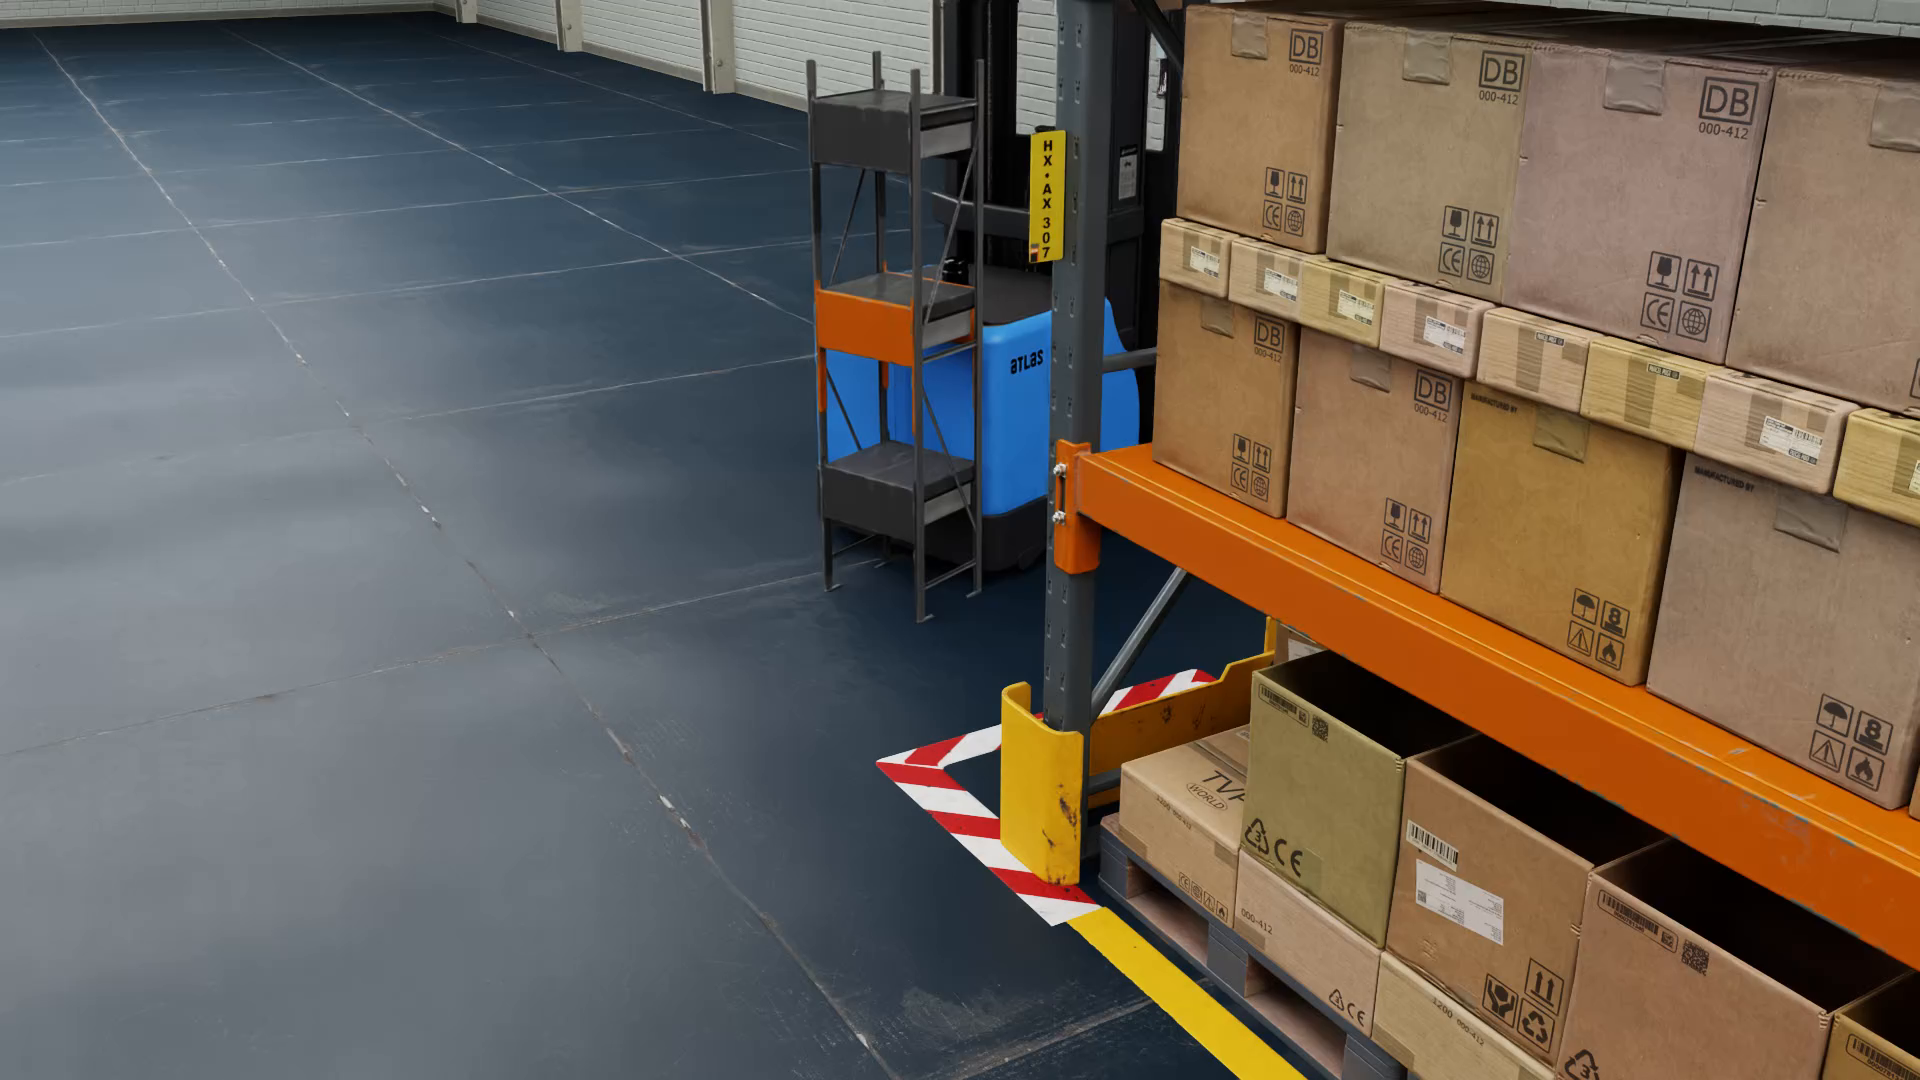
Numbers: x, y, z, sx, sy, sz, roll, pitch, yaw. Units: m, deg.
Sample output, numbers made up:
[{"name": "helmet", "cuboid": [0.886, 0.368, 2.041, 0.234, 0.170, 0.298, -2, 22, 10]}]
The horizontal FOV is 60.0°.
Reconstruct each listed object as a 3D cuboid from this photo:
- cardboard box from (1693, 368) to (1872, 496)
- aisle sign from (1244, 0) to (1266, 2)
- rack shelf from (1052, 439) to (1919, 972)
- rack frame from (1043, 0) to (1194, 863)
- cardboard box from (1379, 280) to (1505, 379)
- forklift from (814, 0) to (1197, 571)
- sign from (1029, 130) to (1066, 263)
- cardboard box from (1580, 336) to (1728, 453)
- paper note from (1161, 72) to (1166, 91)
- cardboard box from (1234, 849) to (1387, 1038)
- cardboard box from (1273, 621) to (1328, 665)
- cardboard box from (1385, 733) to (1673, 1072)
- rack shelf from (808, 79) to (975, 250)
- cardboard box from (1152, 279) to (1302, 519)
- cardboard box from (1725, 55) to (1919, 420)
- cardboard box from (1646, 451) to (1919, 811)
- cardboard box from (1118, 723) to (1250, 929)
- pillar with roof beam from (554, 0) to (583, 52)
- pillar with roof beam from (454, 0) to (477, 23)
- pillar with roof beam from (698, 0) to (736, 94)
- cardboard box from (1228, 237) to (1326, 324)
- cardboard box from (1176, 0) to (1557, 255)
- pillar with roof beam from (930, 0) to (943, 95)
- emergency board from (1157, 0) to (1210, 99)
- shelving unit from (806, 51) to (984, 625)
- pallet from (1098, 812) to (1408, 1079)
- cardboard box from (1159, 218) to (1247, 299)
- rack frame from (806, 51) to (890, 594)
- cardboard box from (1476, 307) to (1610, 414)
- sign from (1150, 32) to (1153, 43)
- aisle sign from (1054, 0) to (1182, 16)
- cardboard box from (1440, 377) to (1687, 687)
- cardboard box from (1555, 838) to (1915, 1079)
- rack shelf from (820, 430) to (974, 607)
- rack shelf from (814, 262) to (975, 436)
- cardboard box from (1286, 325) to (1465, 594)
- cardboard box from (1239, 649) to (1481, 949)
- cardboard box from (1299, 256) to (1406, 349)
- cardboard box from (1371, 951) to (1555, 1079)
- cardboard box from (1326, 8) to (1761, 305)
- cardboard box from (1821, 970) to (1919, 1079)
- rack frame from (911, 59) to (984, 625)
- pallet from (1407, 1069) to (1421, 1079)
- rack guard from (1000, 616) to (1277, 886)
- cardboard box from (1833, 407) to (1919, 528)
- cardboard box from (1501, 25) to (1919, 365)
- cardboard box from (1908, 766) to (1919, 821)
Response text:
[{"name": "cardboard box", "cuboid": [1.501, -0.214, 2.861, 0.380, 0.149, 0.250, -12, 25, -28]}, {"name": "aisle sign", "cuboid": [0.920, -1.816, 4.343, 0.394, 0.787, 0.004, -13, 25, -28]}, {"name": "rack shelf", "cuboid": [1.722, 0.447, 3.183, 1.077, 0.370, 4.000, -13, 25, -28]}, {"name": "rack frame", "cuboid": [0.701, -0.534, 4.641, 1.000, 3.000, 0.127, -13, 25, -28]}, {"name": "cardboard box", "cuboid": [1.107, -0.464, 3.475, 0.380, 0.149, 0.250, -13, 26, -29]}, {"name": "forklift", "cuboid": [0.692, -1.711, 7.627, 1.130, 2.935, 3.031, 17, 28, 36]}, {"name": "sign", "cuboid": [0.221, -0.867, 4.205, 0.100, 0.325, 0.005, -13, 25, -28]}, {"name": "cardboard box", "cuboid": [1.376, -0.296, 3.061, 0.380, 0.149, 0.250, -13, 25, -29]}, {"name": "paper note", "cuboid": [1.733, -3.840, 13.944, 0.016, 0.148, 0.142, -13, 25, -28]}, {"name": "cardboard box", "cuboid": [1.042, 0.923, 4.151, 0.500, 0.250, 0.500, -13, 25, -28]}, {"name": "cardboard box", "cuboid": [1.231, 0.315, 4.652, 0.500, 0.500, 0.500, -13, 25, -28]}, {"name": "cardboard box", "cuboid": [1.307, 0.735, 3.616, 0.500, 0.500, 0.500, -13, 25, -28]}, {"name": "rack shelf", "cuboid": [-0.234, -1.394, 6.129, 0.480, 0.518, 0.431, 16, 27, 35]}, {"name": "cardboard box", "cuboid": [0.928, -0.426, 4.244, 0.700, 0.500, 0.500, -13, 25, -28]}, {"name": "cardboard box", "cuboid": [1.743, -0.516, 2.741, 0.700, 0.500, 0.500, -13, 25, -28]}, {"name": "cardboard box", "cuboid": [1.721, 0.074, 3.012, 0.700, 0.500, 0.500, -12, 25, -27]}, {"name": "cardboard box", "cuboid": [0.783, 0.762, 4.547, 0.500, 0.250, 0.500, -13, 25, -28]}, {"name": "pillar with roof beam", "cuboid": [-9.902, -11.148, 22.787, 9.100, 9.000, 0.400, -13, 25, -28]}, {"name": "pillar with roof beam", "cuboid": [-12.967, -13.090, 27.565, 9.100, 9.000, 0.400, -13, 25, -28]}, {"name": "pillar with roof beam", "cuboid": [-6.837, -9.205, 18.008, 9.100, 9.000, 0.400, -13, 25, -28]}, {"name": "cardboard box", "cuboid": [0.853, -0.627, 3.876, 0.380, 0.149, 0.250, -13, 26, -30]}, {"name": "cardboard box", "cuboid": [0.955, -1.010, 3.958, 0.700, 0.500, 0.500, -13, 25, -28]}, {"name": "pillar with roof beam", "cuboid": [-3.772, -7.263, 13.230, 9.100, 9.000, 0.400, -13, 25, -28]}, {"name": "emergency board", "cuboid": [1.764, -4.177, 13.604, 0.194, 1.169, 0.643, -13, 25, -28]}, {"name": "shelving unit", "cuboid": [-0.234, -0.758, 6.388, 0.503, 2.100, 0.431, 16, 27, 35]}, {"name": "pallet", "cuboid": [1.127, 0.998, 4.577, 1.003, 0.211, 1.213, -13, 25, -28]}, {"name": "cardboard box", "cuboid": [0.716, -0.712, 4.085, 0.380, 0.149, 0.250, -13, 25, -29]}, {"name": "rack frame", "cuboid": [-0.426, -0.815, 6.527, 0.015, 2.100, 0.400, 16, 27, 35]}, {"name": "cardboard box", "cuboid": [1.245, -0.378, 3.264, 0.380, 0.149, 0.250, -14, 26, -30]}, {"name": "sign", "cuboid": [1.571, -4.392, 14.087, 0.001, 0.329, 0.234, -13, 25, -28]}, {"name": "aisle sign", "cuboid": [0.404, -1.700, 4.059, 0.394, 0.787, 0.004, -13, 25, -28]}, {"name": "cardboard box", "cuboid": [1.449, -0.095, 3.430, 0.700, 0.500, 0.500, -12, 25, -28]}, {"name": "cardboard box", "cuboid": [1.547, 0.901, 3.210, 0.500, 0.500, 0.500, -13, 25, -28]}, {"name": "rack shelf", "cuboid": [-0.234, -0.097, 6.656, 0.480, 0.518, 0.431, 16, 27, 35]}, {"name": "rack shelf", "cuboid": [-0.234, -0.745, 6.393, 0.480, 0.518, 0.431, 16, 27, 35]}, {"name": "cardboard box", "cuboid": [1.201, -0.257, 3.828, 0.700, 0.500, 0.500, -12, 25, -27]}, {"name": "cardboard box", "cuboid": [1.041, 0.576, 4.009, 0.500, 0.500, 0.500, -13, 25, -28]}, {"name": "cardboard box", "cuboid": [0.980, -0.546, 3.677, 0.380, 0.149, 0.250, -12, 25, -28]}, {"name": "cardboard box", "cuboid": [1.297, 1.085, 3.752, 0.500, 0.250, 0.500, -13, 25, -28]}, {"name": "cardboard box", "cuboid": [1.229, -0.841, 3.541, 0.700, 0.500, 0.500, -13, 26, -30]}, {"name": "cardboard box", "cuboid": [1.815, 1.060, 2.819, 0.500, 0.500, 0.500, -13, 25, -28]}, {"name": "rack frame", "cuboid": [-0.041, -0.701, 6.249, 0.015, 2.100, 0.400, 16, 27, 35]}, {"name": "pallet", "cuboid": [1.747, 1.392, 3.606, 1.003, 0.211, 1.213, -13, 25, -28]}, {"name": "rack guard", "cuboid": [0.689, 0.617, 5.131, 1.175, 0.500, 0.348, -13, 25, -28]}, {"name": "cardboard box", "cuboid": [1.635, -0.129, 2.651, 0.380, 0.149, 0.250, -12, 25, -27]}, {"name": "cardboard box", "cuboid": [1.487, -0.678, 3.140, 0.700, 0.500, 0.500, -12, 25, -28]}, {"name": "cardboard box", "cuboid": [1.984, 0.240, 2.605, 0.700, 0.500, 0.500, -12, 25, -27]}]
